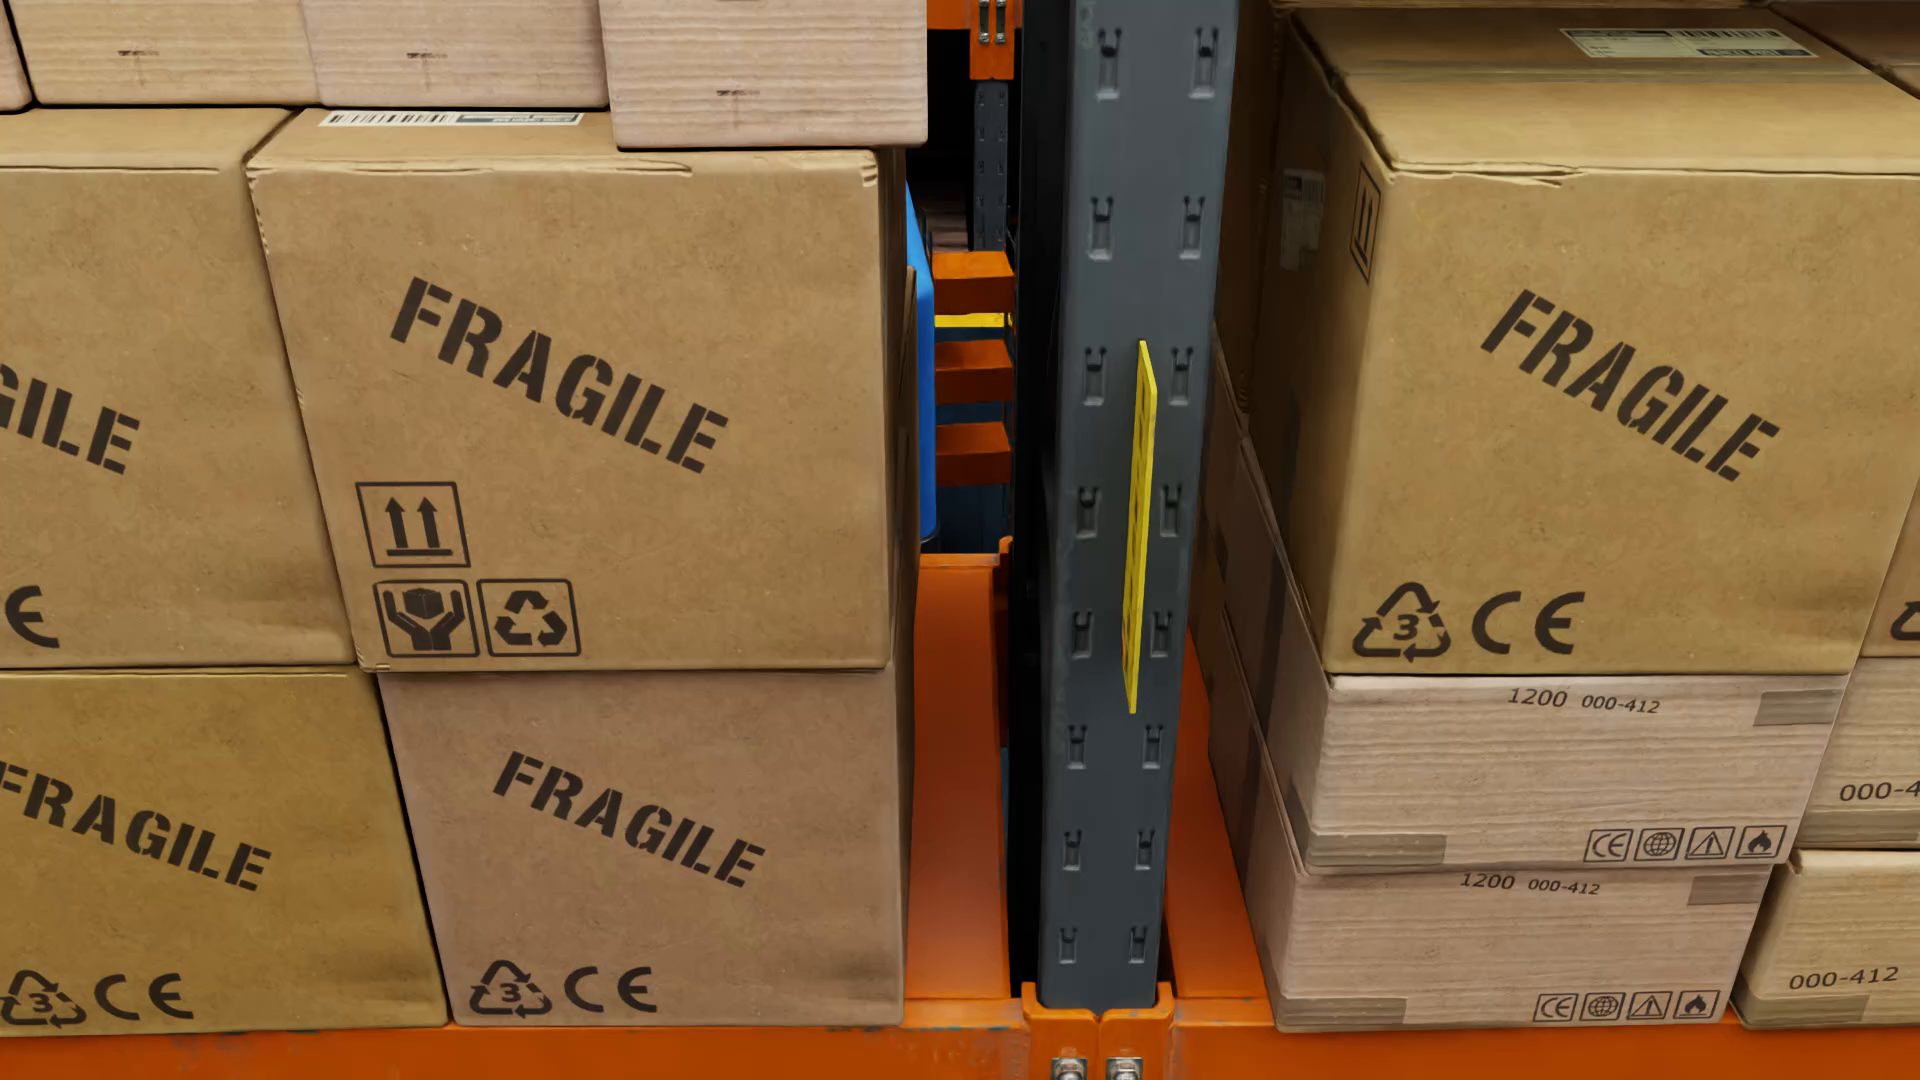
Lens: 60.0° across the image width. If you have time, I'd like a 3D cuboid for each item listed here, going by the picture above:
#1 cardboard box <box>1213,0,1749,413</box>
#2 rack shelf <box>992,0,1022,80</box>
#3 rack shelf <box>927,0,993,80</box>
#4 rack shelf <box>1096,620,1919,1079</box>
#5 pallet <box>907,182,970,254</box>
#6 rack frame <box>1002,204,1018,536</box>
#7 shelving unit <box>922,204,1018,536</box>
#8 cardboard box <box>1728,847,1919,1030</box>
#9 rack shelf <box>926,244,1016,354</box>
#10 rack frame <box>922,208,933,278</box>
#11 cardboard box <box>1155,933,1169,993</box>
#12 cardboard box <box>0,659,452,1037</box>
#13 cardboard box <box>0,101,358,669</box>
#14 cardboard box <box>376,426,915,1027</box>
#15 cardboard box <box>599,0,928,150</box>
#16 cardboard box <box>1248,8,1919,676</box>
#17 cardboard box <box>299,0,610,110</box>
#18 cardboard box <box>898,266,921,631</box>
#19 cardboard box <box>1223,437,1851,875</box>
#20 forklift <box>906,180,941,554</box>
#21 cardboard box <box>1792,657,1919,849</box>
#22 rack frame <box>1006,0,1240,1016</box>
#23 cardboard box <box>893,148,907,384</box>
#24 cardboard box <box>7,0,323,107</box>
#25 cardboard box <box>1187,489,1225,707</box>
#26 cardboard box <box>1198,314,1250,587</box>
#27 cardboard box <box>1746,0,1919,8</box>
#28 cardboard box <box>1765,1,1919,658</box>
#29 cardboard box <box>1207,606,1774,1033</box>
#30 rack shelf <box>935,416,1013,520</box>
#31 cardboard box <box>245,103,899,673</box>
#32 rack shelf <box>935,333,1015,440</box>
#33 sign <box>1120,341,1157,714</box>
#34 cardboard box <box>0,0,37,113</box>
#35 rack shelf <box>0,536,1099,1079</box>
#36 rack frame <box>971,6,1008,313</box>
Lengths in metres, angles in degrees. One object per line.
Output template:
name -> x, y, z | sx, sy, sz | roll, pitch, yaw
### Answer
cardboard box -> 0.596, -0.492, 2.109 | 0.500, 0.500, 0.500 | 1, 31, 1
rack shelf -> 2.117, -2.163, 6.618 | 4.000, 0.370, 1.077 | 0, 31, 0
rack shelf -> -1.883, -2.151, 6.597 | 4.000, 0.370, 1.077 | 0, 31, 0
rack shelf -> 2.150, 0.411, 2.374 | 4.000, 0.370, 1.077 | 0, 31, 0
pallet -> -0.570, -1.271, 7.141 | 1.213, 0.211, 1.003 | 0, 31, 0
rack frame -> 0.150, -0.473, 5.014 | 0.008, 1.050, 0.200 | -4, 31, -6
shelving unit -> 0.029, -0.465, 5.002 | 0.252, 1.050, 0.215 | -4, 31, -6
cardboard box -> 1.110, 0.307, 1.996 | 0.500, 0.250, 0.500 | -1, 31, -2
rack shelf -> 0.028, -0.700, 4.863 | 0.240, 0.259, 0.215 | -4, 31, -6
rack frame -> -0.092, -0.457, 4.989 | 0.008, 1.050, 0.200 | -4, 31, -6
cardboard box -> 0.770, 0.795, 2.691 | 0.875, 0.875, 0.875 | 1, 31, 1
cardboard box -> -0.826, 0.206, 1.923 | 0.500, 0.500, 0.500 | -1, 31, -2
cardboard box -> -0.827, -0.218, 1.658 | 0.500, 0.500, 0.500 | -1, 31, -1
cardboard box -> -0.312, 0.201, 1.930 | 0.500, 0.500, 0.500 | 0, 31, 0
cardboard box -> -0.156, -0.472, 1.450 | 0.250, 0.149, 0.380 | -1, 31, -1
cardboard box -> 0.592, -0.213, 1.648 | 0.500, 0.500, 0.500 | 0, 31, 0
cardboard box -> -0.420, -0.527, 1.541 | 0.250, 0.149, 0.380 | 1, 31, 1
cardboard box -> -0.320, -0.067, 2.373 | 0.500, 0.500, 0.500 | 1, 31, 1
cardboard box -> 0.592, 0.105, 1.847 | 0.500, 0.250, 0.500 | -1, 31, -2
forklift -> -1.607, -1.160, 4.336 | 3.031, 2.935, 1.130 | -3, 31, -5
cardboard box -> 1.113, 0.089, 1.874 | 0.500, 0.250, 0.500 | 0, 31, 0
rack frame -> 0.150, 0.108, 2.180 | 0.053, 2.616, 0.949 | 0, 31, 0
cardboard box -> -0.327, -0.484, 2.096 | 0.500, 0.500, 0.500 | 0, 31, 0
cardboard box -> -0.669, -0.531, 1.548 | 0.250, 0.149, 0.380 | 0, 31, 0
cardboard box -> 0.598, 0.042, 2.434 | 0.500, 0.250, 0.500 | -1, 31, -1
cardboard box -> 0.590, -0.167, 2.296 | 0.500, 0.250, 0.500 | 0, 31, 0
cardboard box -> 1.113, -0.497, 2.118 | 0.500, 0.500, 0.500 | 0, 31, 1
cardboard box -> 1.101, -0.228, 1.675 | 0.500, 0.500, 0.500 | 0, 31, -1
cardboard box -> 0.592, 0.310, 1.993 | 0.500, 0.250, 0.500 | -1, 31, -1
rack shelf -> 0.029, -0.217, 5.148 | 0.240, 0.259, 0.215 | -4, 31, -6
cardboard box -> -0.320, -0.216, 1.653 | 0.500, 0.500, 0.500 | 0, 31, -1
rack shelf -> 0.029, -0.456, 5.007 | 0.240, 0.259, 0.215 | -4, 31, -6
sign -> 0.155, -0.006, 1.457 | 0.005, 0.325, 0.100 | 0, 31, 0
cardboard box -> -0.922, -0.521, 1.532 | 0.250, 0.149, 0.380 | 0, 31, -1
rack shelf -> -1.849, 0.424, 2.353 | 4.000, 0.370, 1.077 | 0, 31, 0
rack frame -> 0.117, -2.465, 6.421 | 0.127, 3.000, 1.000 | 0, 31, 0
